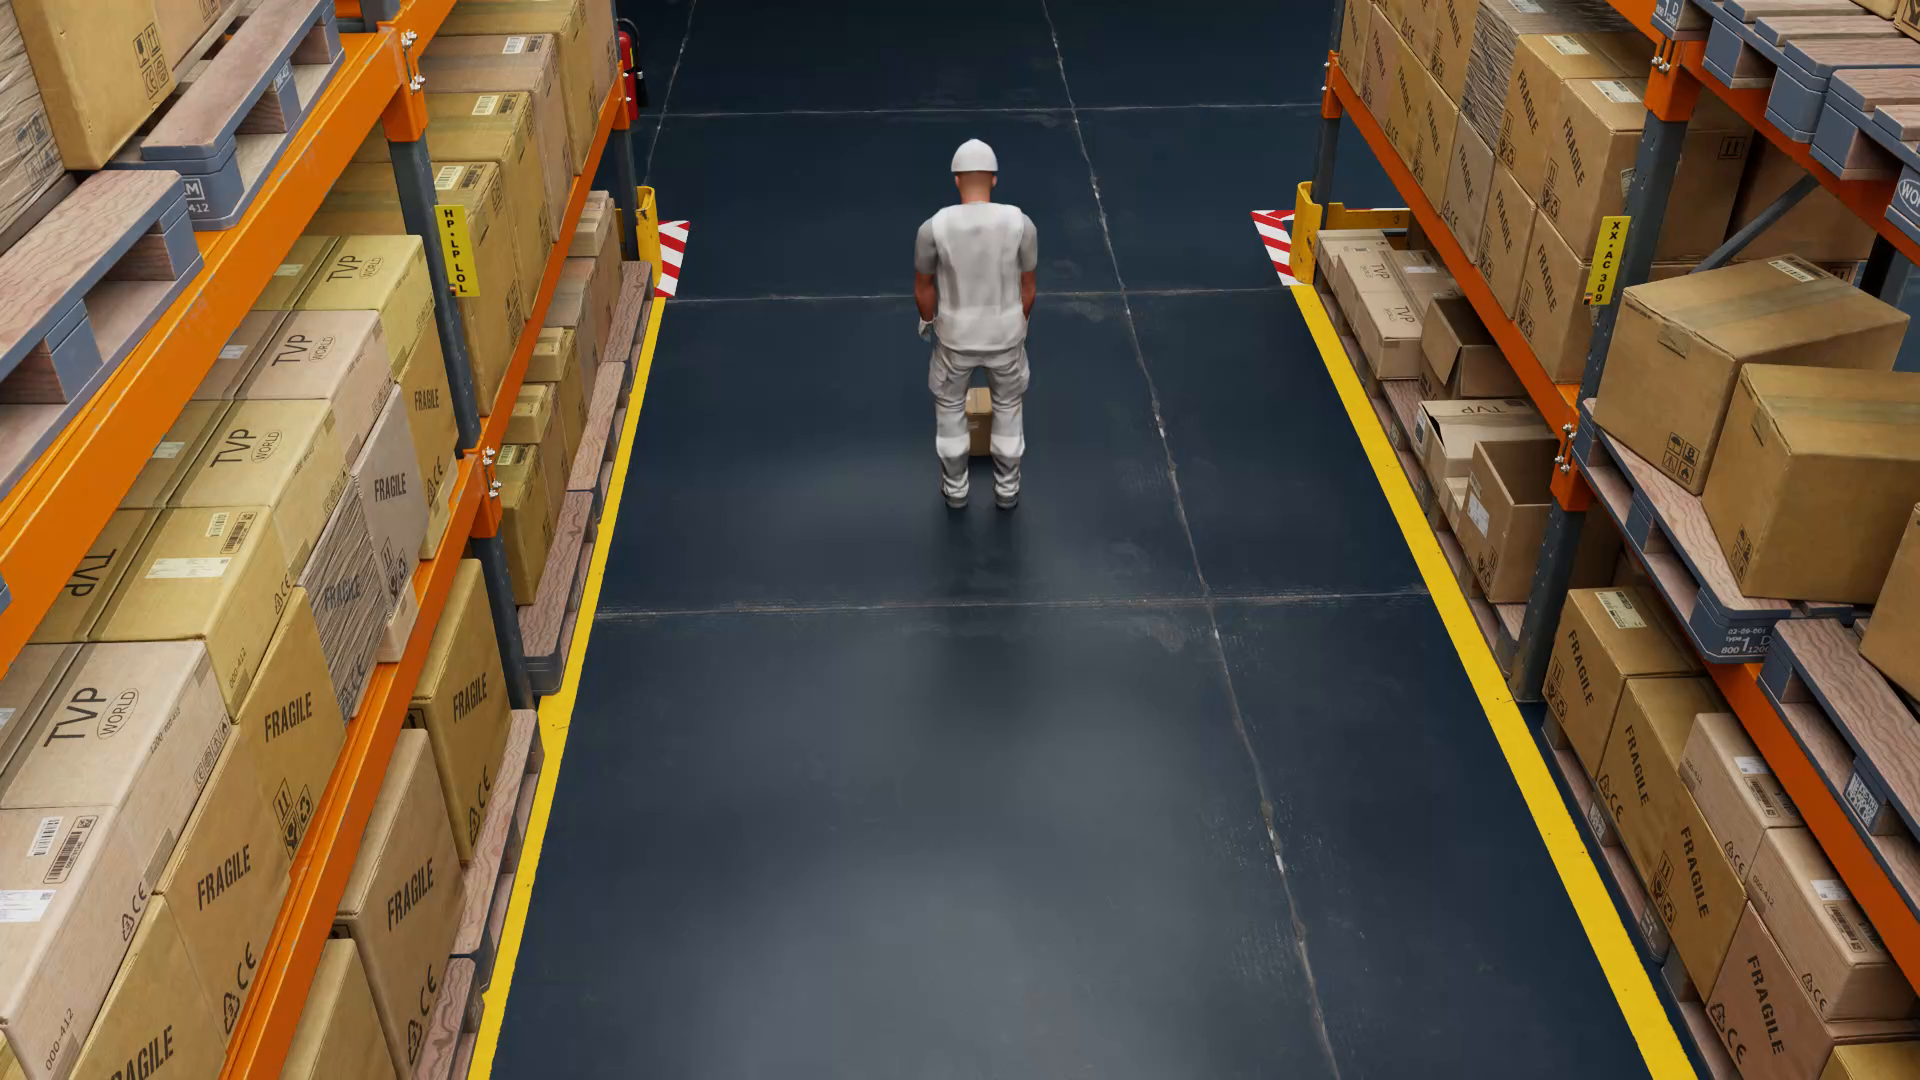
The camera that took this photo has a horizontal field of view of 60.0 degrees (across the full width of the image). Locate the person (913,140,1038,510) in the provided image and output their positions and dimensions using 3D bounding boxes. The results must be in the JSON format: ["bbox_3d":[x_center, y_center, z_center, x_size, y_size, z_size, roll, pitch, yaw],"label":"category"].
[{"bbox_3d":[0.066,-0.942,7.514,0.541,1.744,0.443,-1,35,-1],"label":"person"}]
